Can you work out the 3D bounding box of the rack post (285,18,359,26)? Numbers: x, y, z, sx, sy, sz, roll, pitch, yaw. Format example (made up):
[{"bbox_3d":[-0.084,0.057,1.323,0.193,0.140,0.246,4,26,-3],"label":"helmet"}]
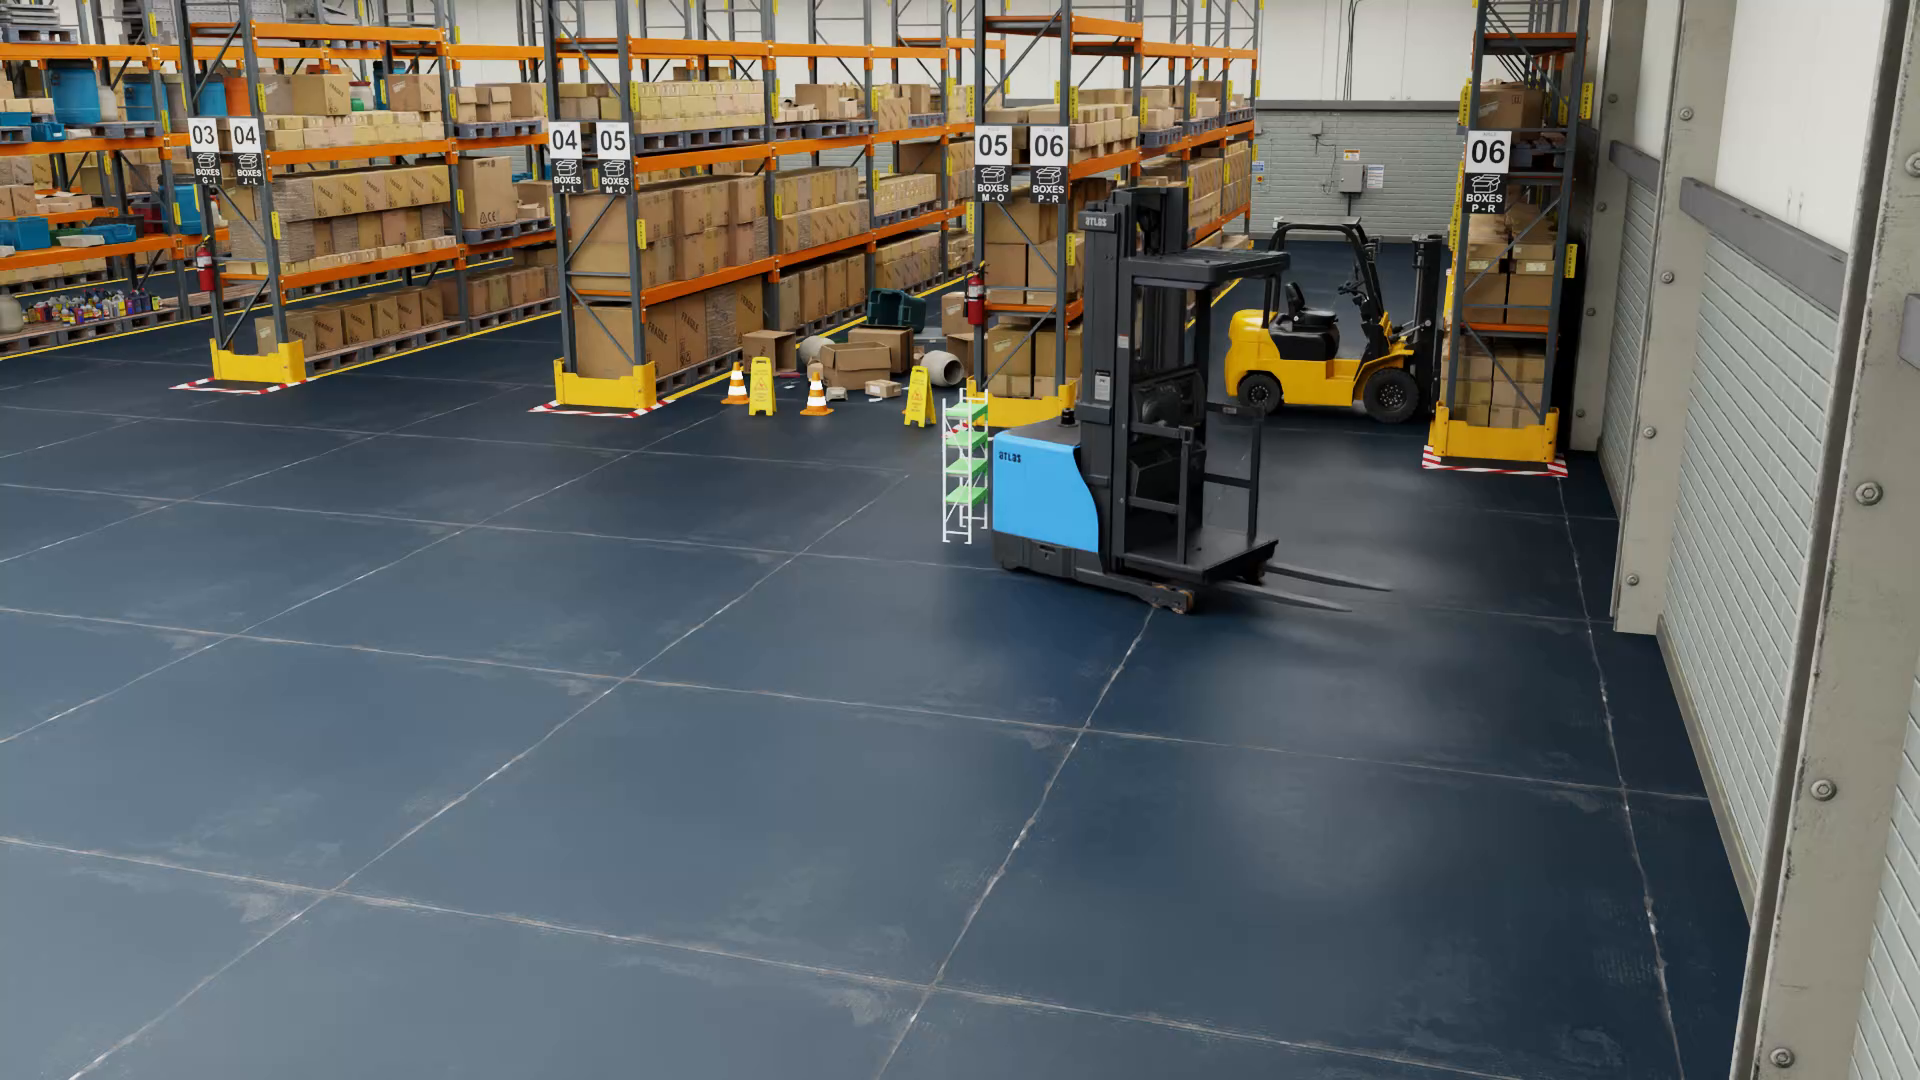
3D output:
[{"bbox_3d":[-11.165,-8.977,29.126,0.954,0.300,0.937,5,16,16],"label":"rack post"}]

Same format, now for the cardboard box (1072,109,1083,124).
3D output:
[{"bbox_3d":[1.128,-4.600,18.050,0.380,0.149,0.250,5,16,16],"label":"cardboard box"}]

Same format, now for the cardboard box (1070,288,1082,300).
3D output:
[{"bbox_3d":[1.151,-2.771,18.562,0.380,0.149,0.250,4,16,14],"label":"cardboard box"}]

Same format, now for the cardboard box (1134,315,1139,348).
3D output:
[{"bbox_3d":[1.928,-2.810,22.287,0.950,0.372,0.625,5,17,17],"label":"cardboard box"}]

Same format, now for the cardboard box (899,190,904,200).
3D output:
[{"bbox_3d":[-1.162,-5.811,27.966,0.380,0.149,0.250,4,16,15],"label":"cardboard box"}]

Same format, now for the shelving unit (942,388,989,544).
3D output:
[{"bbox_3d":[0.047,-0.621,13.818,0.258,1.200,0.503,5,16,16],"label":"shelving unit"}]

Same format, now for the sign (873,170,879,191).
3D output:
[{"bbox_3d":[-1.323,-5.654,26.144,0.100,0.325,0.005,5,16,16],"label":"sign"}]

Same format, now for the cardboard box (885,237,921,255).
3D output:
[{"bbox_3d":[-0.984,-5.059,28.604,0.500,0.250,0.500,4,16,13],"label":"cardboard box"}]

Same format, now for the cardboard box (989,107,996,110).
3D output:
[{"bbox_3d":[0.404,-8.329,32.477,0.500,0.250,0.500,5,16,16],"label":"cardboard box"}]

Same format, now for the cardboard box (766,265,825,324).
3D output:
[{"bbox_3d":[-2.625,-3.634,24.497,1.050,0.750,0.750,5,16,16],"label":"cardboard box"}]

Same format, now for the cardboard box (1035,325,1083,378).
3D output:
[{"bbox_3d":[1.145,-2.125,18.718,0.500,0.500,0.500,4,16,14],"label":"cardboard box"}]

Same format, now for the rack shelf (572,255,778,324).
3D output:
[{"bbox_3d":[-3.561,-3.223,21.015,1.077,0.370,4.000,5,16,16],"label":"rack shelf"}]

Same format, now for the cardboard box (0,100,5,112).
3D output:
[{"bbox_3d":[-16.615,-7.341,28.223,0.500,0.250,0.500,3,16,11],"label":"cardboard box"}]

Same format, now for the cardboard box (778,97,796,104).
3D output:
[{"bbox_3d":[-2.561,-6.352,24.440,0.500,0.311,0.500,4,16,15],"label":"cardboard box"}]

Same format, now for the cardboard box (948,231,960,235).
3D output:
[{"bbox_3d":[-0.206,-6.029,32.954,0.380,0.149,0.250,4,16,13],"label":"cardboard box"}]

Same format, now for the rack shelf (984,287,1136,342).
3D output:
[{"bbox_3d":[1.213,-2.866,19.755,1.077,0.370,4.000,5,16,16],"label":"rack shelf"}]

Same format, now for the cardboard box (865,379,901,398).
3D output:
[{"bbox_3d":[-0.920,-1.817,19.961,0.250,0.149,0.380,-15,21,-41],"label":"cardboard box"}]

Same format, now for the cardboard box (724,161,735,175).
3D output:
[{"bbox_3d":[-4.774,-7.399,32.772,0.500,0.500,0.500,4,16,14],"label":"cardboard box"}]

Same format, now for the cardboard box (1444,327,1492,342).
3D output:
[{"bbox_3d":[5.661,-2.208,18.556,0.500,0.250,0.500,4,16,15],"label":"cardboard box"}]

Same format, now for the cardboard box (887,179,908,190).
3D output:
[{"bbox_3d":[-1.093,-6.021,28.162,0.380,0.149,0.250,4,16,15],"label":"cardboard box"}]

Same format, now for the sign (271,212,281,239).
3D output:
[{"bbox_3d":[-8.336,-3.832,20.255,0.100,0.325,0.005,5,16,16],"label":"sign"}]

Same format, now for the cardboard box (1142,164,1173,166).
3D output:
[{"bbox_3d":[3.100,-5.731,26.521,0.500,0.500,0.500,5,16,16],"label":"cardboard box"}]

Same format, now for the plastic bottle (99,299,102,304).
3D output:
[{"bbox_3d":[-12.674,-3.433,24.607,0.061,0.283,0.133,5,16,16],"label":"plastic bottle"}]

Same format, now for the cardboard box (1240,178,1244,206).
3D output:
[{"bbox_3d":[5.015,-6.511,31.103,0.500,0.500,0.500,5,17,17],"label":"cardboard box"}]

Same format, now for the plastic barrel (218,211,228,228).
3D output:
[{"bbox_3d":[-11.945,-5.156,26.763,0.301,0.262,0.301,0,16,0],"label":"plastic barrel"}]

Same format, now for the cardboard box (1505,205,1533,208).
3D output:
[{"bbox_3d":[7.681,-4.517,22.886,0.380,0.149,0.250,5,16,16],"label":"cardboard box"}]

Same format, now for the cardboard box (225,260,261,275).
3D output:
[{"bbox_3d":[-8.973,-3.427,20.875,0.380,0.149,0.250,5,16,16],"label":"cardboard box"}]

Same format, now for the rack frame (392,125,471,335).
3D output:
[{"bbox_3d":[-7.720,-4.504,24.211,1.000,3.000,0.127,5,16,16],"label":"rack frame"}]

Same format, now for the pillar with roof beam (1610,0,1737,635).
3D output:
[{"bbox_3d":[0.634,-4.067,11.678,9.100,9.000,0.400,5,16,16],"label":"pillar with roof beam"}]

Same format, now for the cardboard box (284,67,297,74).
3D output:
[{"bbox_3d":[-14.427,-9.719,35.086,0.700,0.500,0.500,5,16,16],"label":"cardboard box"}]

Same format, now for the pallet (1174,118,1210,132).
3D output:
[{"bbox_3d":[3.365,-6.599,26.448,1.003,0.211,1.213,5,17,18],"label":"pallet"}]

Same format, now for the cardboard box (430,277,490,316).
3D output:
[{"bbox_3d":[-7.525,-3.672,25.052,0.700,0.500,0.500,3,16,12],"label":"cardboard box"}]

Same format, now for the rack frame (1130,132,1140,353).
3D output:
[{"bbox_3d":[1.782,-3.735,21.501,1.000,3.000,0.127,5,16,16],"label":"rack frame"}]

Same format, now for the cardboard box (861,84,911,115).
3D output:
[{"bbox_3d":[-1.284,-7.486,28.271,0.797,0.503,0.637,4,16,15],"label":"cardboard box"}]

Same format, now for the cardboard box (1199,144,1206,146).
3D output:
[{"bbox_3d":[4.261,-7.104,30.175,0.380,0.149,0.250,4,16,15],"label":"cardboard box"}]

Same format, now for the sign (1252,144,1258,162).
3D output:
[{"bbox_3d":[5.708,-7.500,32.218,0.100,0.325,0.005,5,16,16],"label":"sign"}]

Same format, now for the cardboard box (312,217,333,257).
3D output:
[{"bbox_3d":[-8.647,-3.930,21.461,0.875,0.500,0.500,5,16,16],"label":"cardboard box"}]

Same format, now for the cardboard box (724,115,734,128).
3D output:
[{"bbox_3d":[-3.078,-5.279,20.955,0.380,0.149,0.250,5,17,17],"label":"cardboard box"}]

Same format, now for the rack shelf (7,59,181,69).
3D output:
[{"bbox_3d":[-19.125,-10.620,36.831,1.077,0.370,4.000,5,16,16],"label":"rack shelf"}]

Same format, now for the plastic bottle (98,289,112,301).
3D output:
[{"bbox_3d":[-12.958,-3.635,25.196,0.144,0.351,0.185,5,16,16],"label":"plastic bottle"}]

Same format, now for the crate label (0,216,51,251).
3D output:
[{"bbox_3d":[-13.342,-4.361,23.642,0.502,0.435,0.616,5,16,16],"label":"crate label"}]

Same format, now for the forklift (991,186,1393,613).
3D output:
[{"bbox_3d":[1.699,-1.044,12.140,3.031,2.935,1.130,13,20,38],"label":"forklift"}]

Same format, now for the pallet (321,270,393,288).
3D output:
[{"bbox_3d":[-11.148,-4.802,30.373,1.003,0.211,1.213,5,16,16],"label":"pallet"}]

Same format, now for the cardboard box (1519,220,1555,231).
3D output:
[{"bbox_3d":[6.556,-3.545,18.912,0.380,0.149,0.250,4,16,15],"label":"cardboard box"}]

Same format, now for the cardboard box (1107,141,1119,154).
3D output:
[{"bbox_3d":[1.678,-4.683,19.806,0.380,0.149,0.250,5,17,17],"label":"cardboard box"}]

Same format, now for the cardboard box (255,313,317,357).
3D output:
[{"bbox_3d":[-8.663,-2.619,21.376,0.500,0.500,0.500,8,18,26],"label":"cardboard box"}]

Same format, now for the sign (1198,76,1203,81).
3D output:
[{"bbox_3d":[4.661,-8.821,32.188,0.100,0.325,0.005,5,16,16],"label":"sign"}]

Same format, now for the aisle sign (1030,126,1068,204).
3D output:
[{"bbox_3d":[0.924,-3.899,17.315,0.394,0.787,0.004,5,16,16],"label":"aisle sign"}]

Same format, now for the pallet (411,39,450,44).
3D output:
[{"bbox_3d":[-10.401,-9.365,31.434,1.003,0.211,1.213,5,16,16],"label":"pallet"}]

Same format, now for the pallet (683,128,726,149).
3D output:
[{"bbox_3d":[-3.584,-4.962,20.491,1.003,0.211,1.213,5,16,16],"label":"pallet"}]
